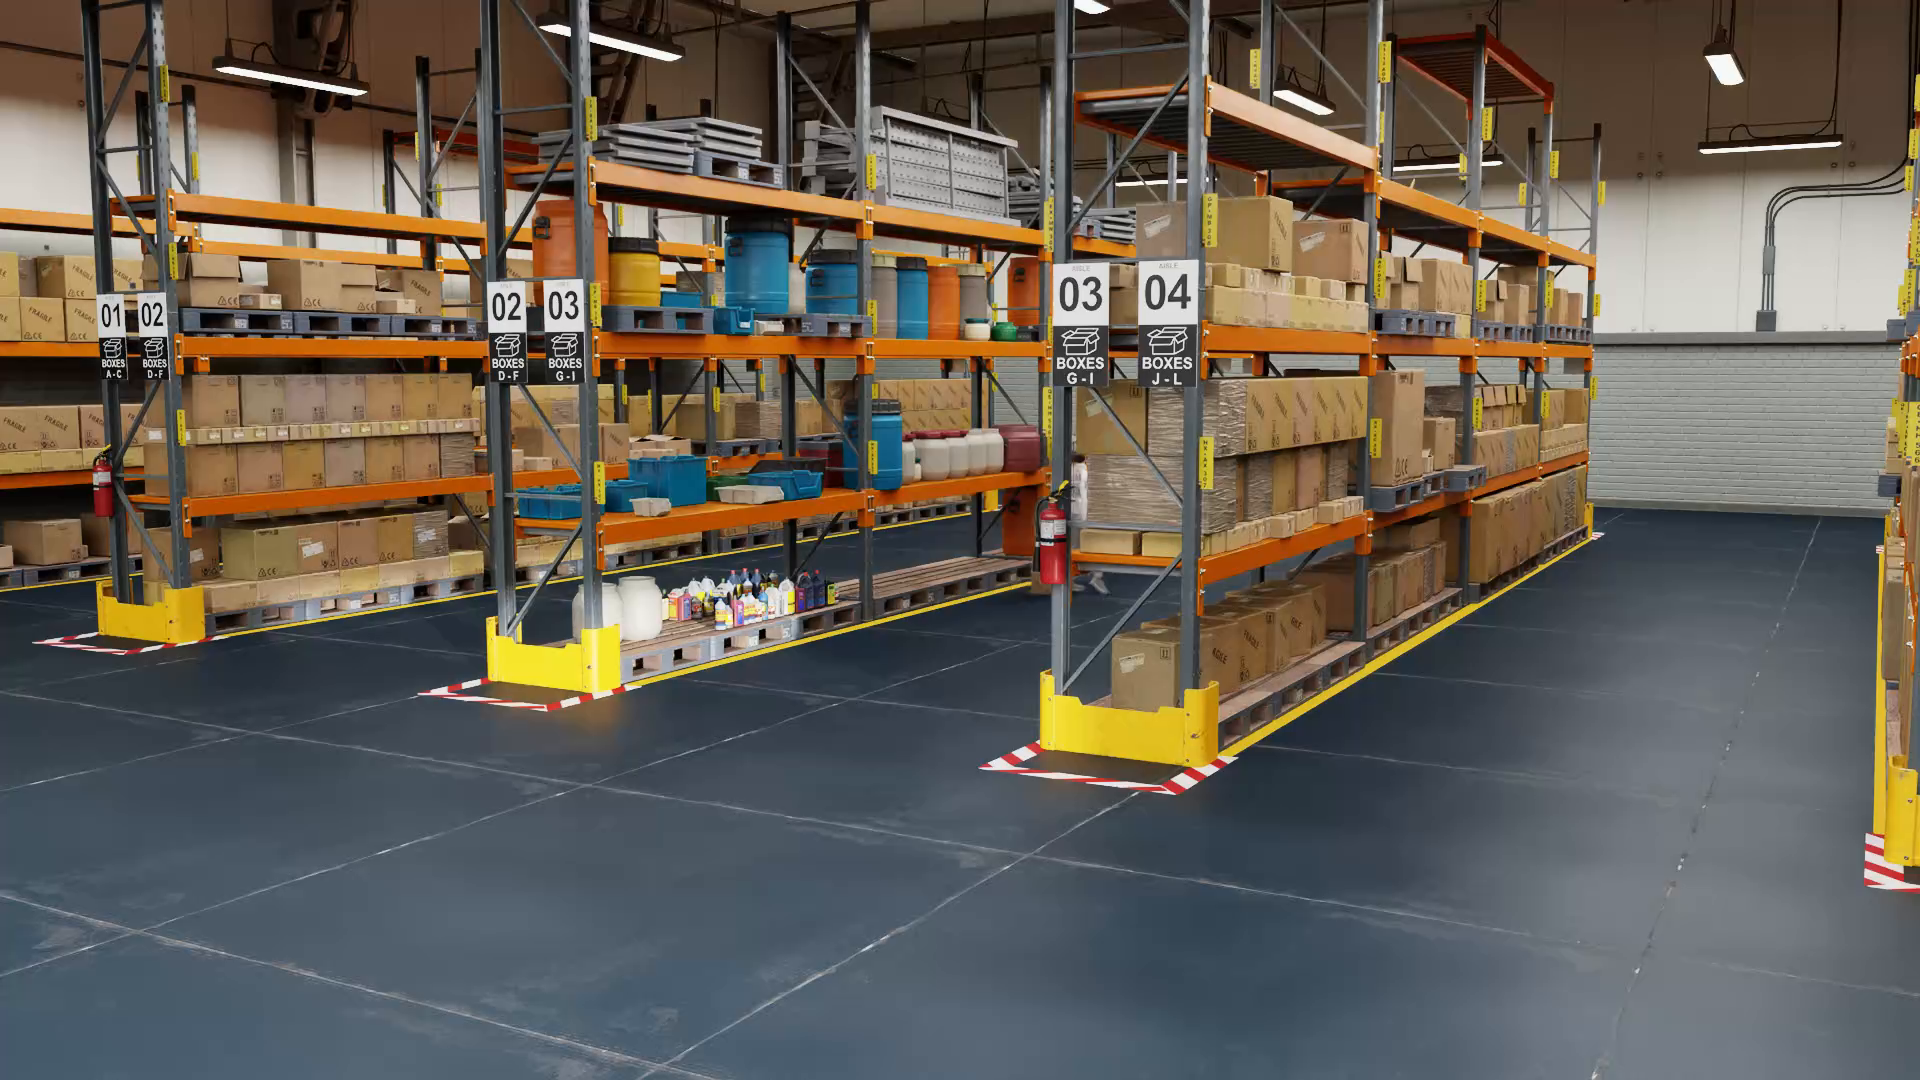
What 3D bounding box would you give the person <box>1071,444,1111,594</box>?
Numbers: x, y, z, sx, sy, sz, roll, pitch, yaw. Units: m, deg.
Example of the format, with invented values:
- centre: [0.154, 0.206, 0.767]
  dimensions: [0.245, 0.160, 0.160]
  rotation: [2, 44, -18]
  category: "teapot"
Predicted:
- centre: [1.384, -0.234, 18.510]
  dimensions: [0.542, 1.746, 0.504]
  rotation: [-3, 7, -26]
  category: "person"
